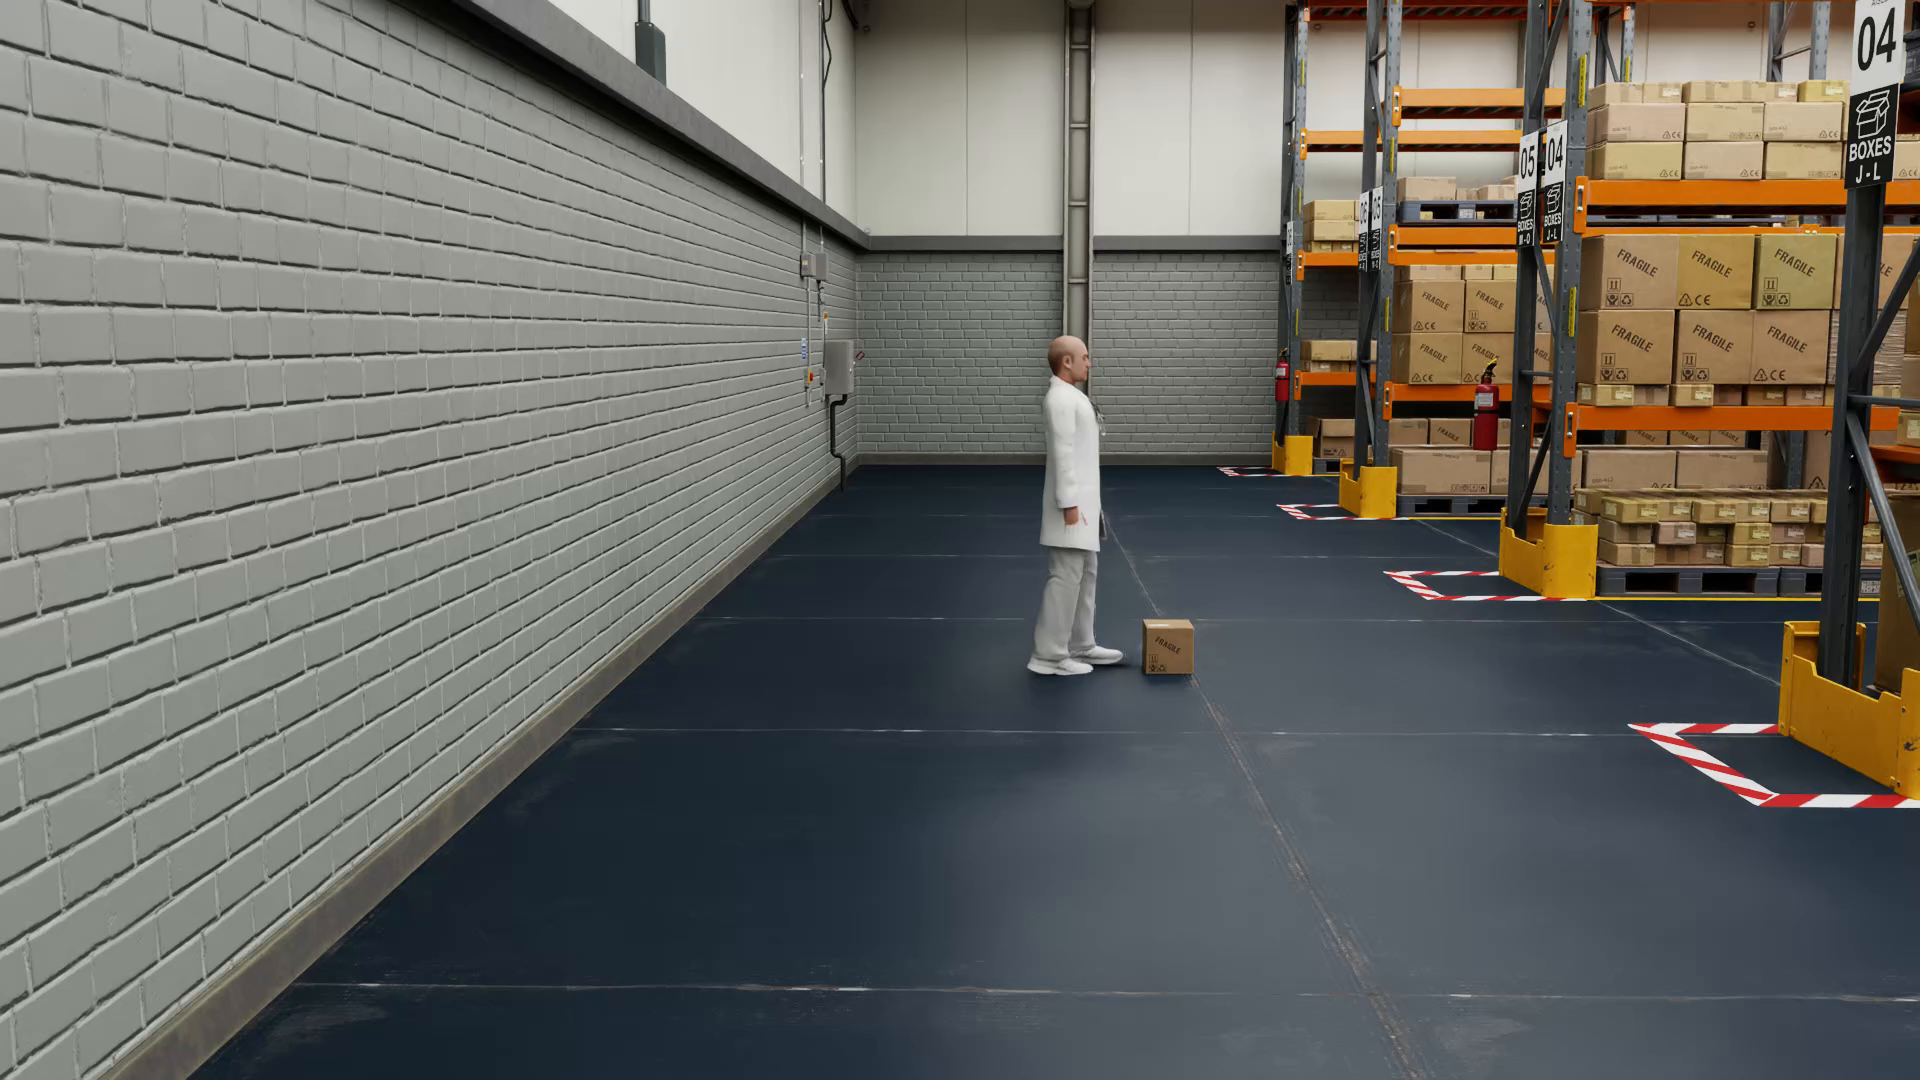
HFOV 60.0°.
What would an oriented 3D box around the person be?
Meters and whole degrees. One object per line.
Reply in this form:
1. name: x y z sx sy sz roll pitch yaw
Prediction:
1. person: 0.623 -0.179 8.855 0.517 1.804 0.585 0 7 3
